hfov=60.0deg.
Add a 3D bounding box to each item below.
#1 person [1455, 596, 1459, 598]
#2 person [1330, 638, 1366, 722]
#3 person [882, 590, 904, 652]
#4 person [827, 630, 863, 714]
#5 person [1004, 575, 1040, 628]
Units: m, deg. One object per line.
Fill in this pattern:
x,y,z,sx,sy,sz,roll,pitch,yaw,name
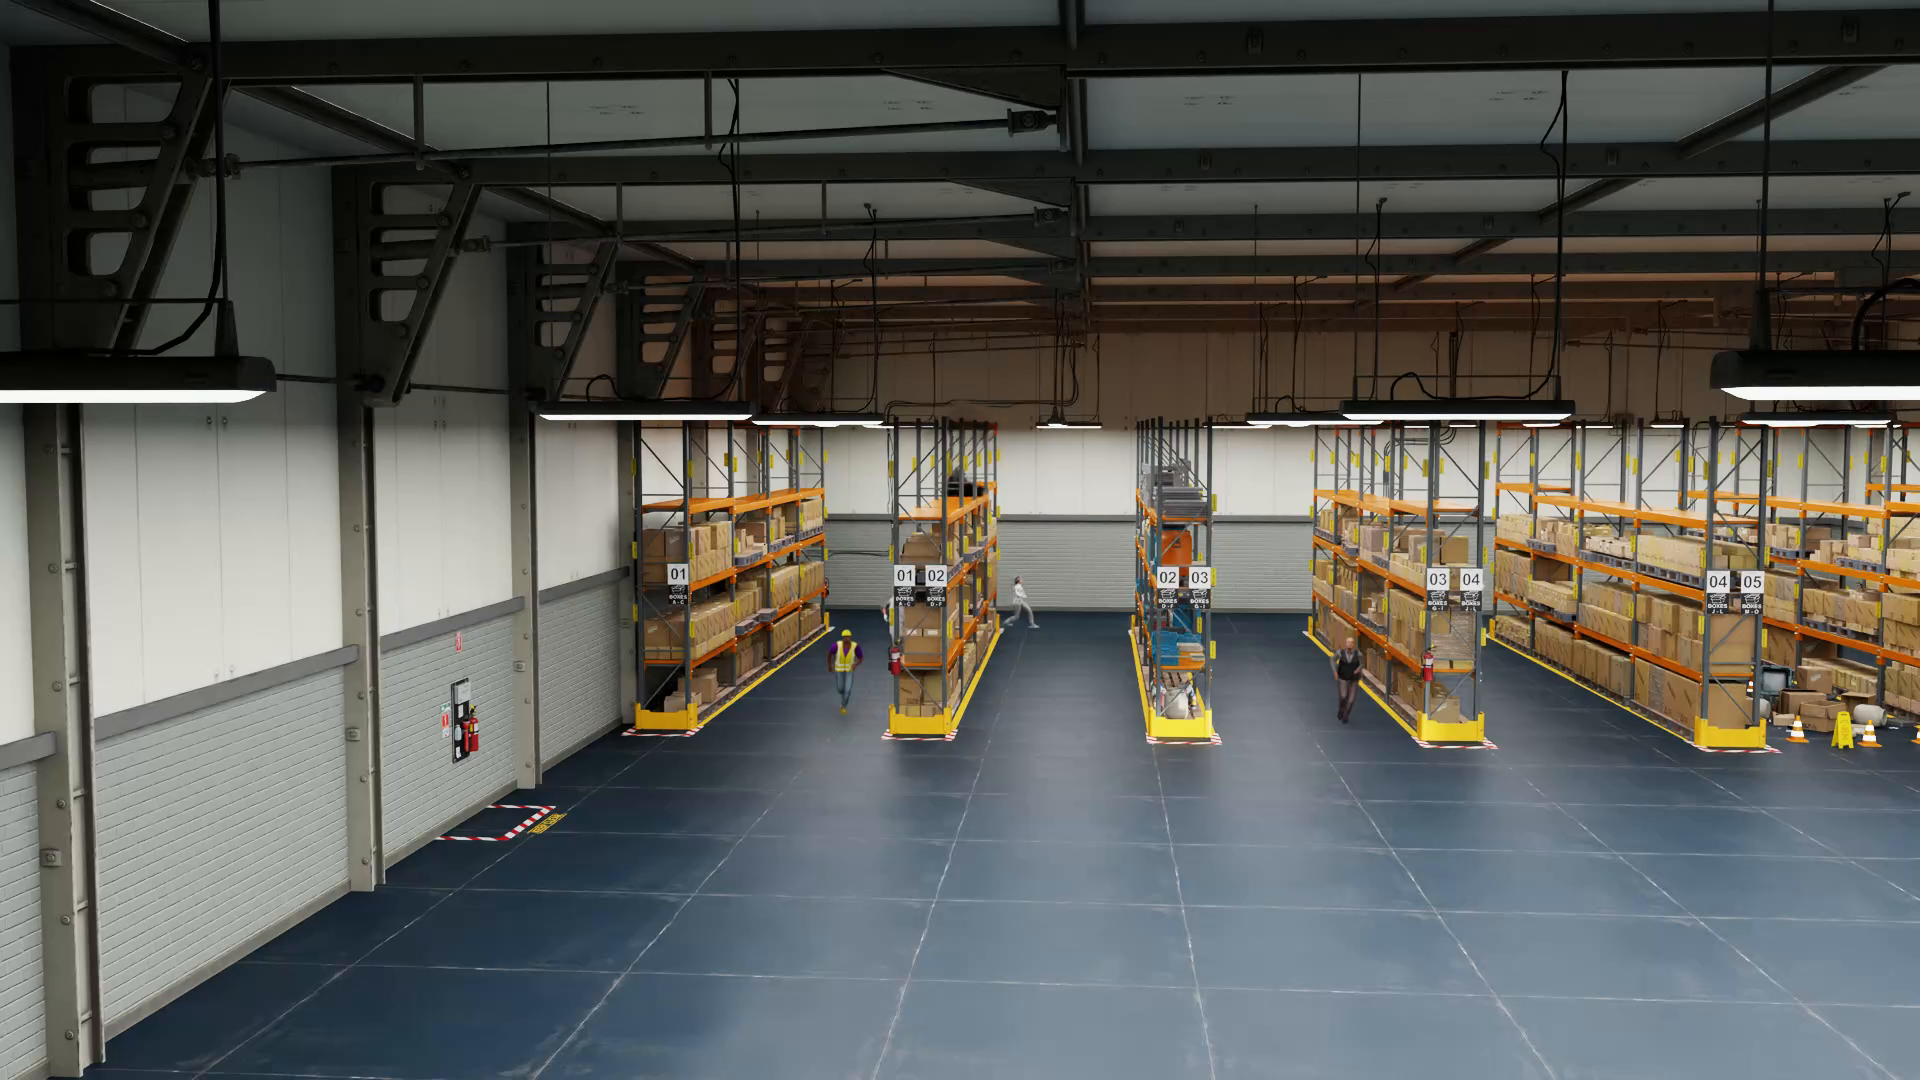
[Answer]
13.496,1.853,45.701,0.719,1.726,0.944,2,4,29,person
7.608,2.749,32.563,0.660,1.679,0.638,0,4,5,person
-1.628,2.089,42.208,0.690,1.755,0.812,0,4,-1,person
-2.338,2.672,33.910,0.740,1.718,0.700,0,4,1,person
1.742,1.791,48.235,1.025,1.562,0.685,1,4,20,person
